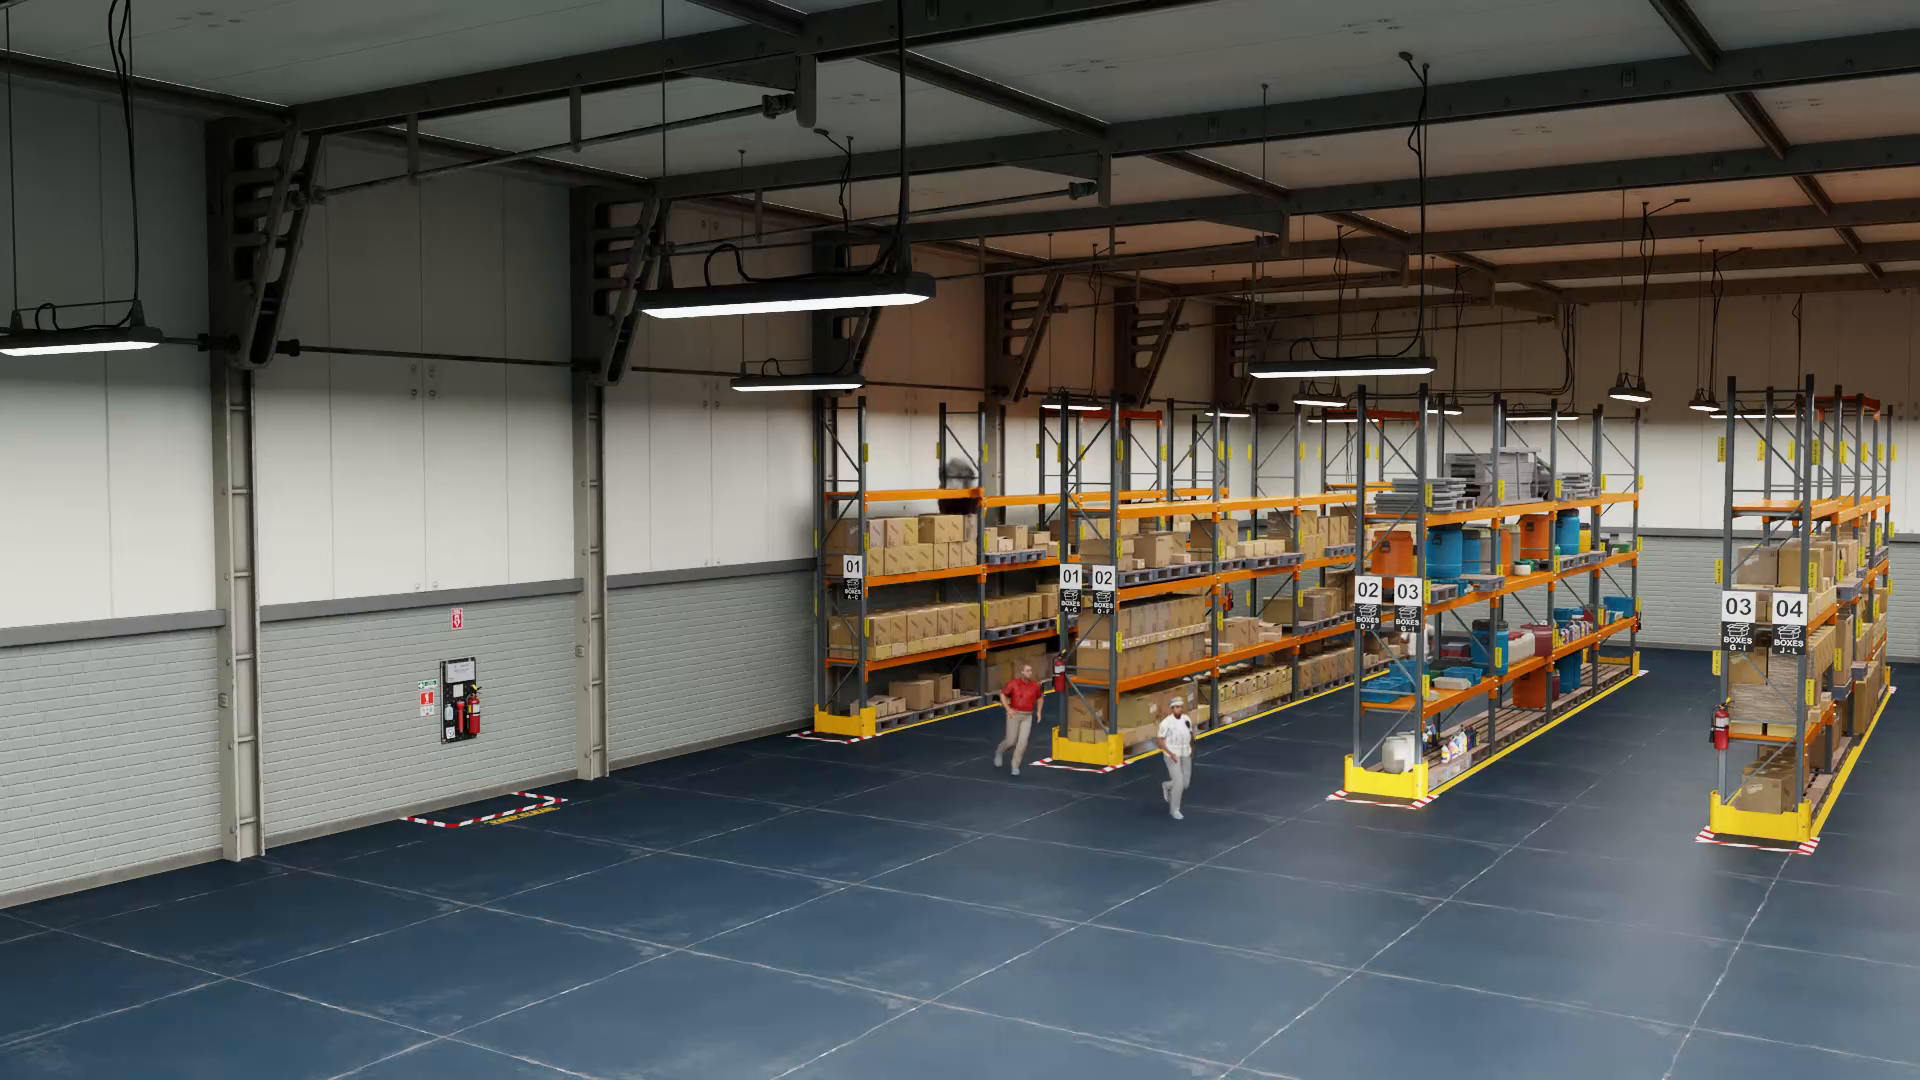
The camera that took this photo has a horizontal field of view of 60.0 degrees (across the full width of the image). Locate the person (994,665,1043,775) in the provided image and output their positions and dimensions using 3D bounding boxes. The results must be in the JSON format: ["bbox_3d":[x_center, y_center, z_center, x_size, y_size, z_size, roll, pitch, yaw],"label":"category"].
[{"bbox_3d":[0.965,2.794,26.133,0.738,1.680,0.711,-1,3,-17],"label":"person"}]

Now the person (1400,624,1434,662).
[{"bbox_3d":[9.273,2.325,33.712,0.692,1.786,0.918,1,3,22],"label":"person"}]

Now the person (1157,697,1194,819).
[{"bbox_3d":[2.963,2.974,22.968,0.584,1.682,0.629,-1,3,-23],"label":"person"}]
